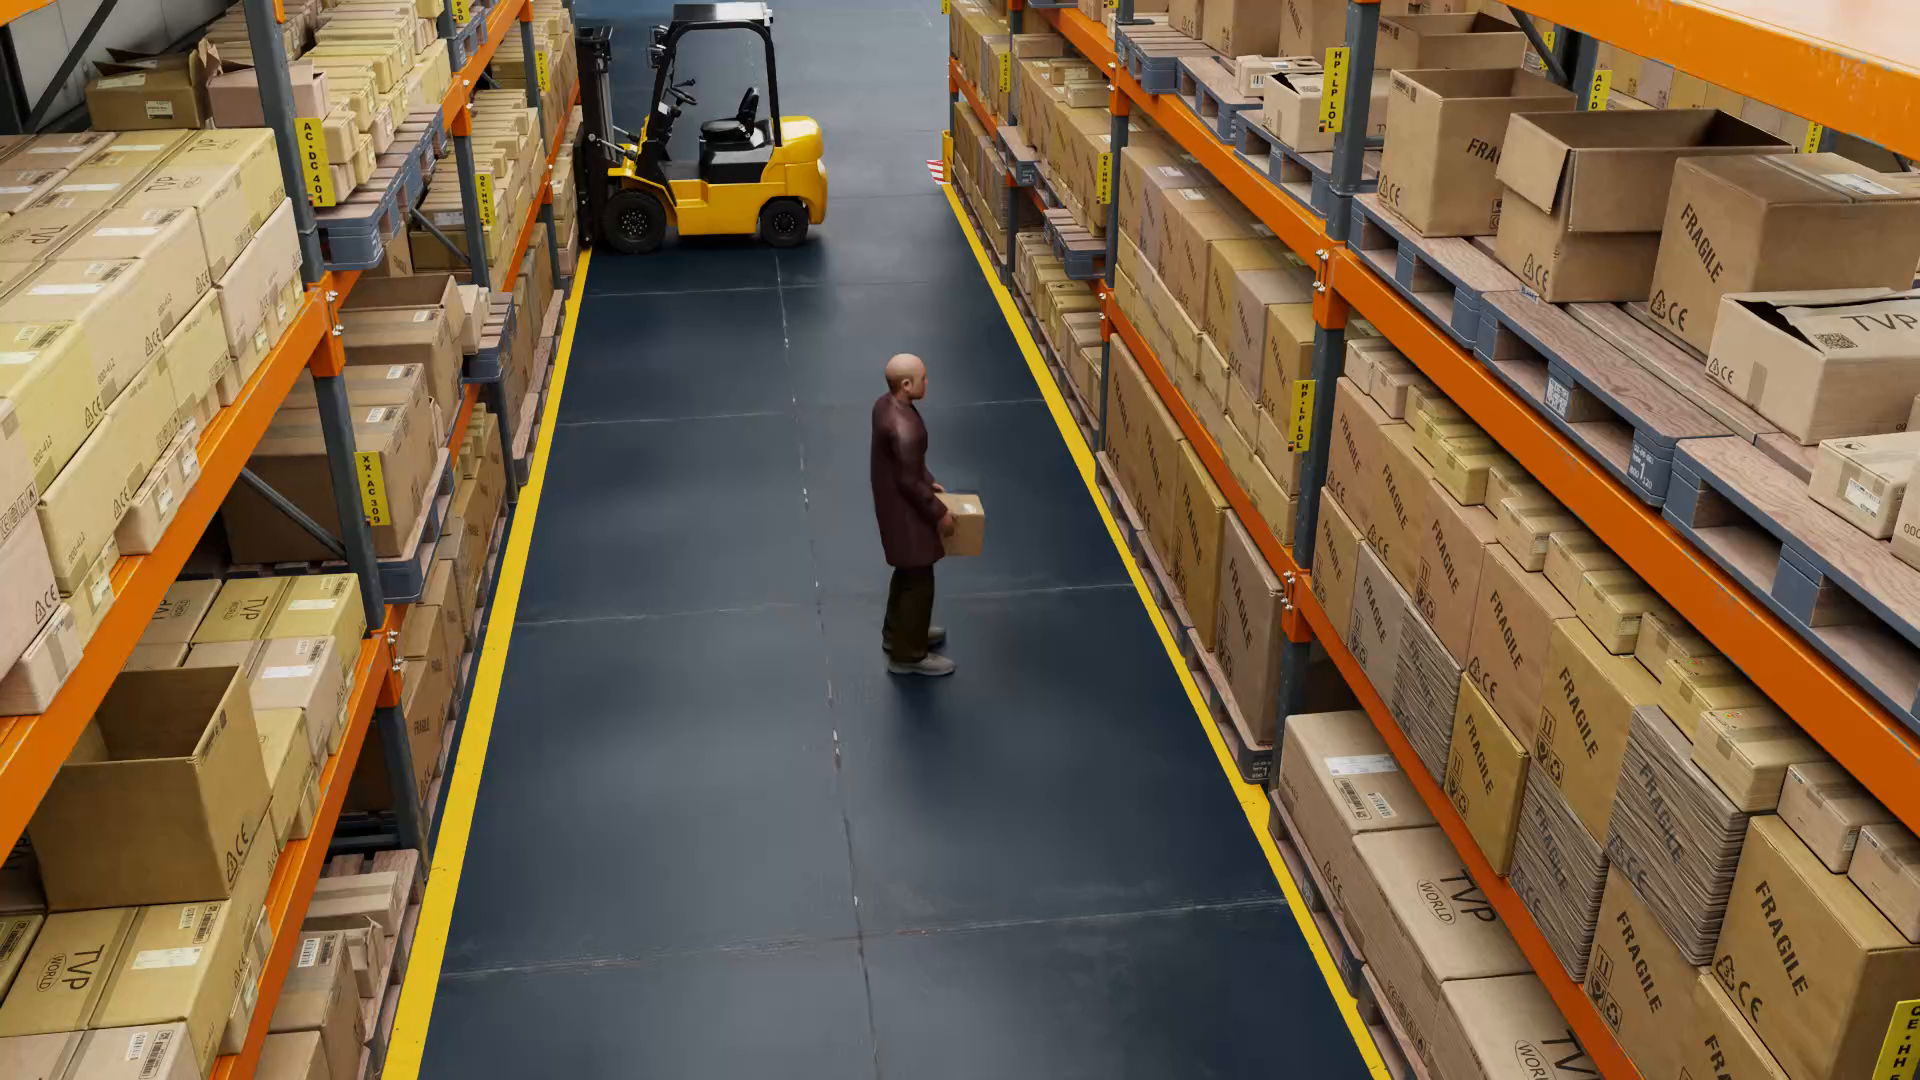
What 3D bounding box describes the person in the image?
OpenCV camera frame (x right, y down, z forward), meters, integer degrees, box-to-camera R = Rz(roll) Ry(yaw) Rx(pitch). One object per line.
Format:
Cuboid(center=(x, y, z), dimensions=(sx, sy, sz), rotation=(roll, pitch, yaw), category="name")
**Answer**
Cuboid(center=(-0.251, -0.152, 8.927), dimensions=(0.443, 1.781, 0.579), rotation=(-4, 27, -8), category="person")
